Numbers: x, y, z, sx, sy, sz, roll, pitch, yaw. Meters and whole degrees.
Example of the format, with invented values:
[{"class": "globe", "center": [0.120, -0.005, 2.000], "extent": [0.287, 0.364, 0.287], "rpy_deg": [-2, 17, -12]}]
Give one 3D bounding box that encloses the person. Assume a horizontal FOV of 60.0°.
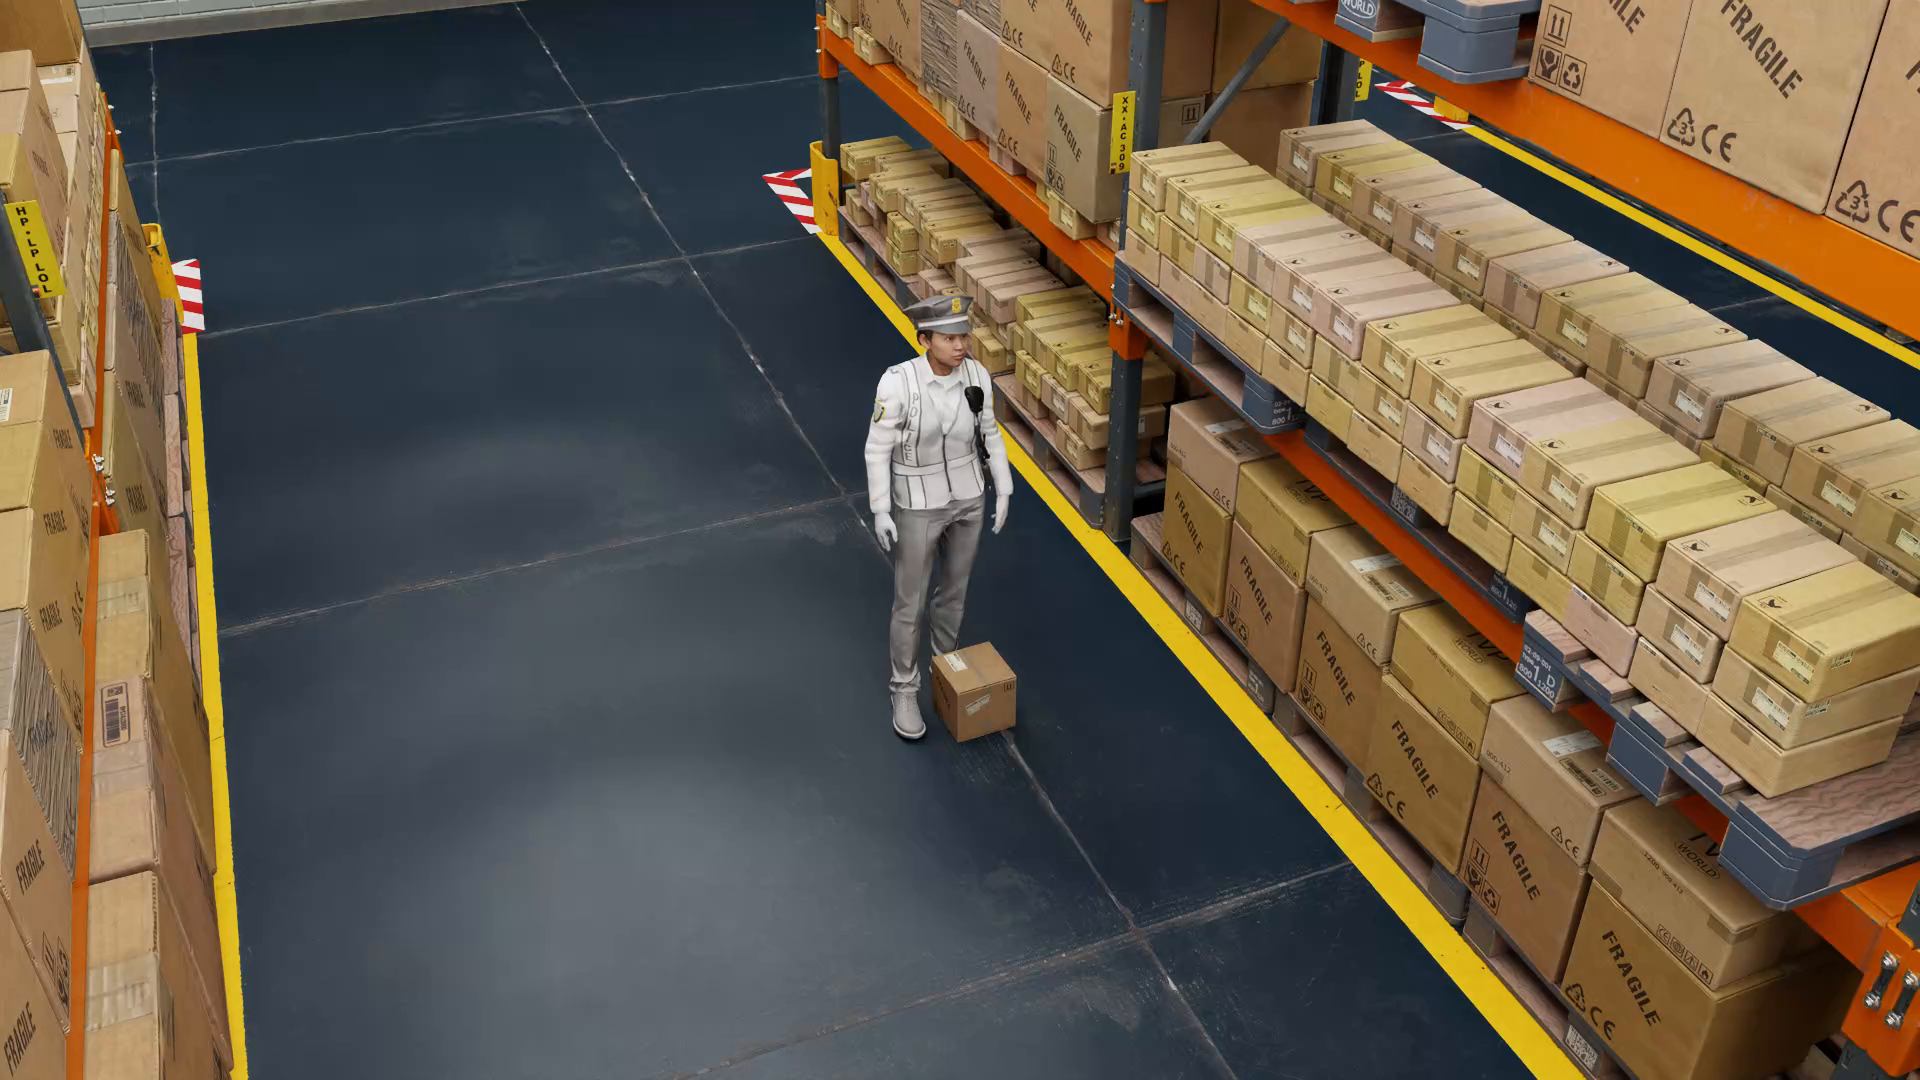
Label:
[{"class": "person", "center": [-0.053, -0.112, 6.262], "extent": [0.586, 1.694, 0.532], "rpy_deg": [-13, 36, -19]}]
